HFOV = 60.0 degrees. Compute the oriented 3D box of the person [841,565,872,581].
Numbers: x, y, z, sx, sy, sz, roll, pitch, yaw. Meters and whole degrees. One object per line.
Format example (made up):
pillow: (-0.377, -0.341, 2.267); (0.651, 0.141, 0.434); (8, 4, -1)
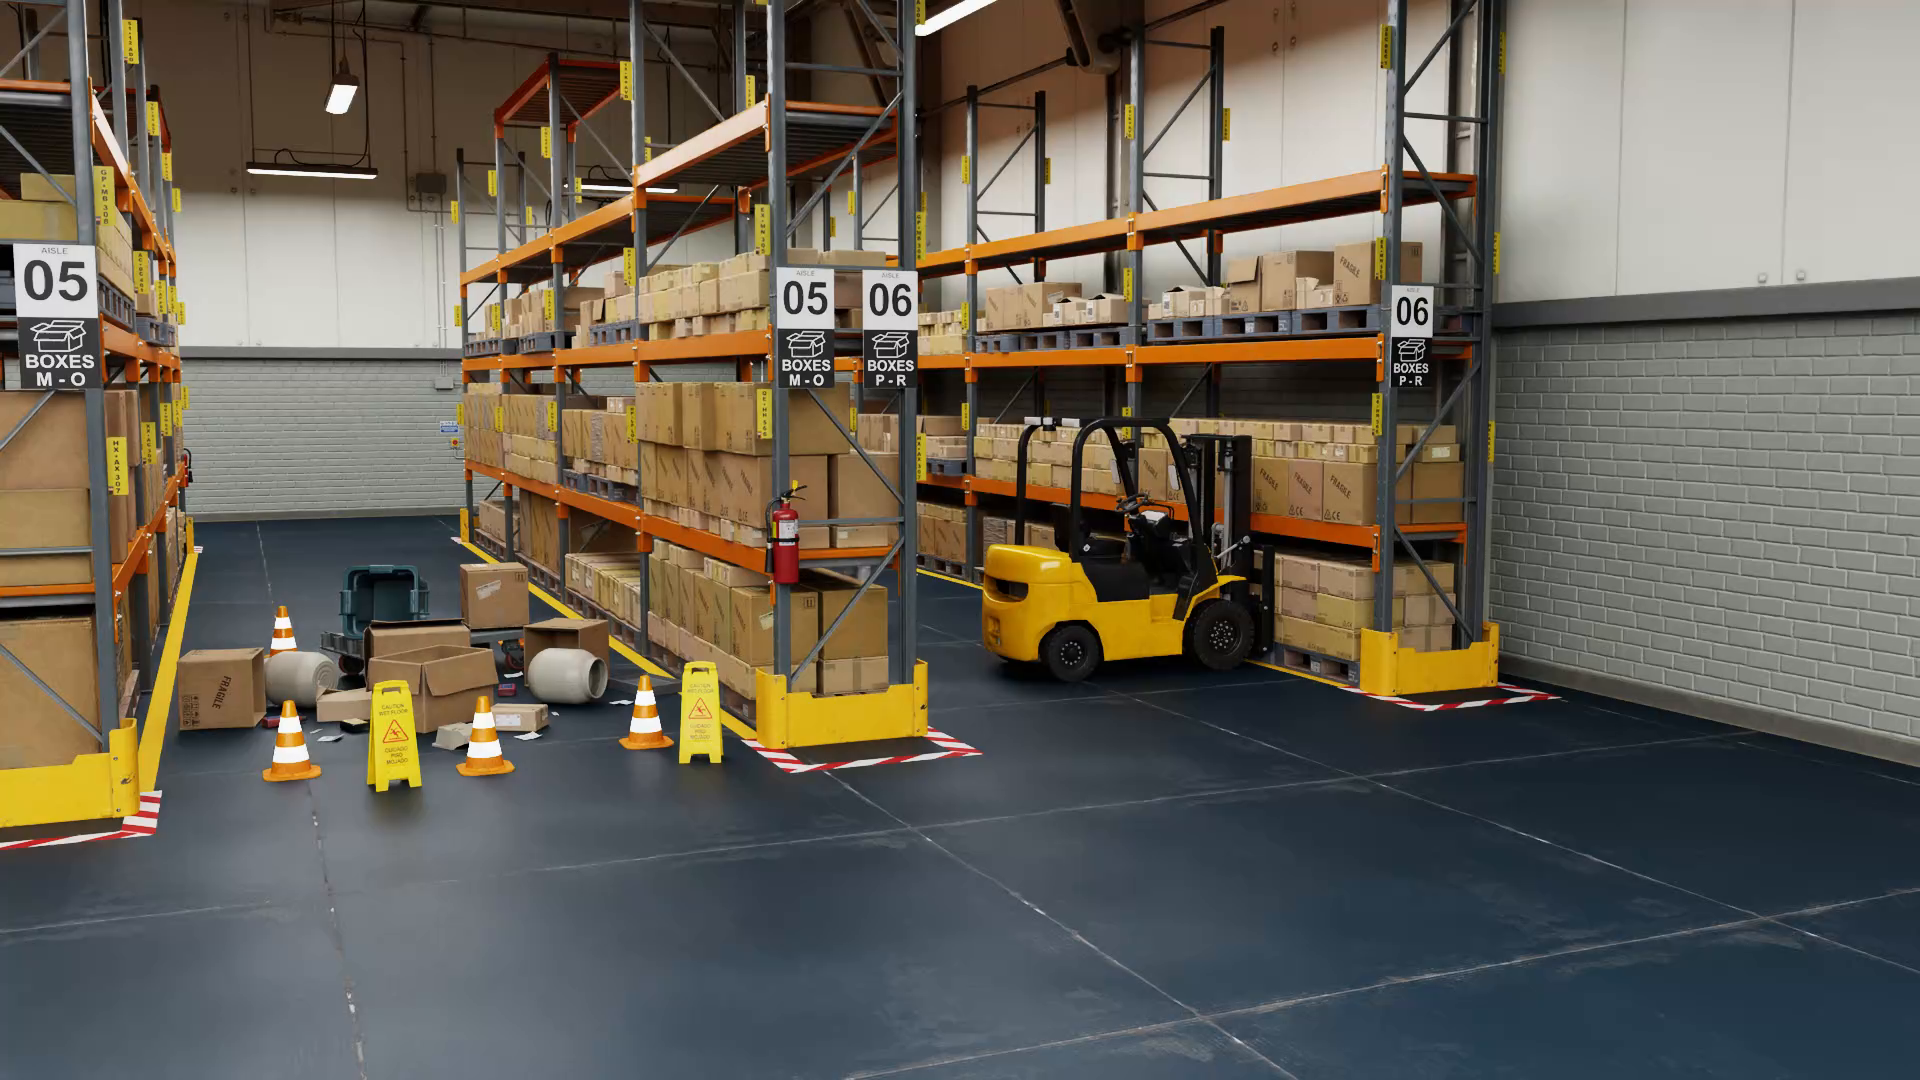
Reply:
person: (-1.064, -0.094, 17.539); (0.604, 1.699, 0.985); (0, 5, -4)
